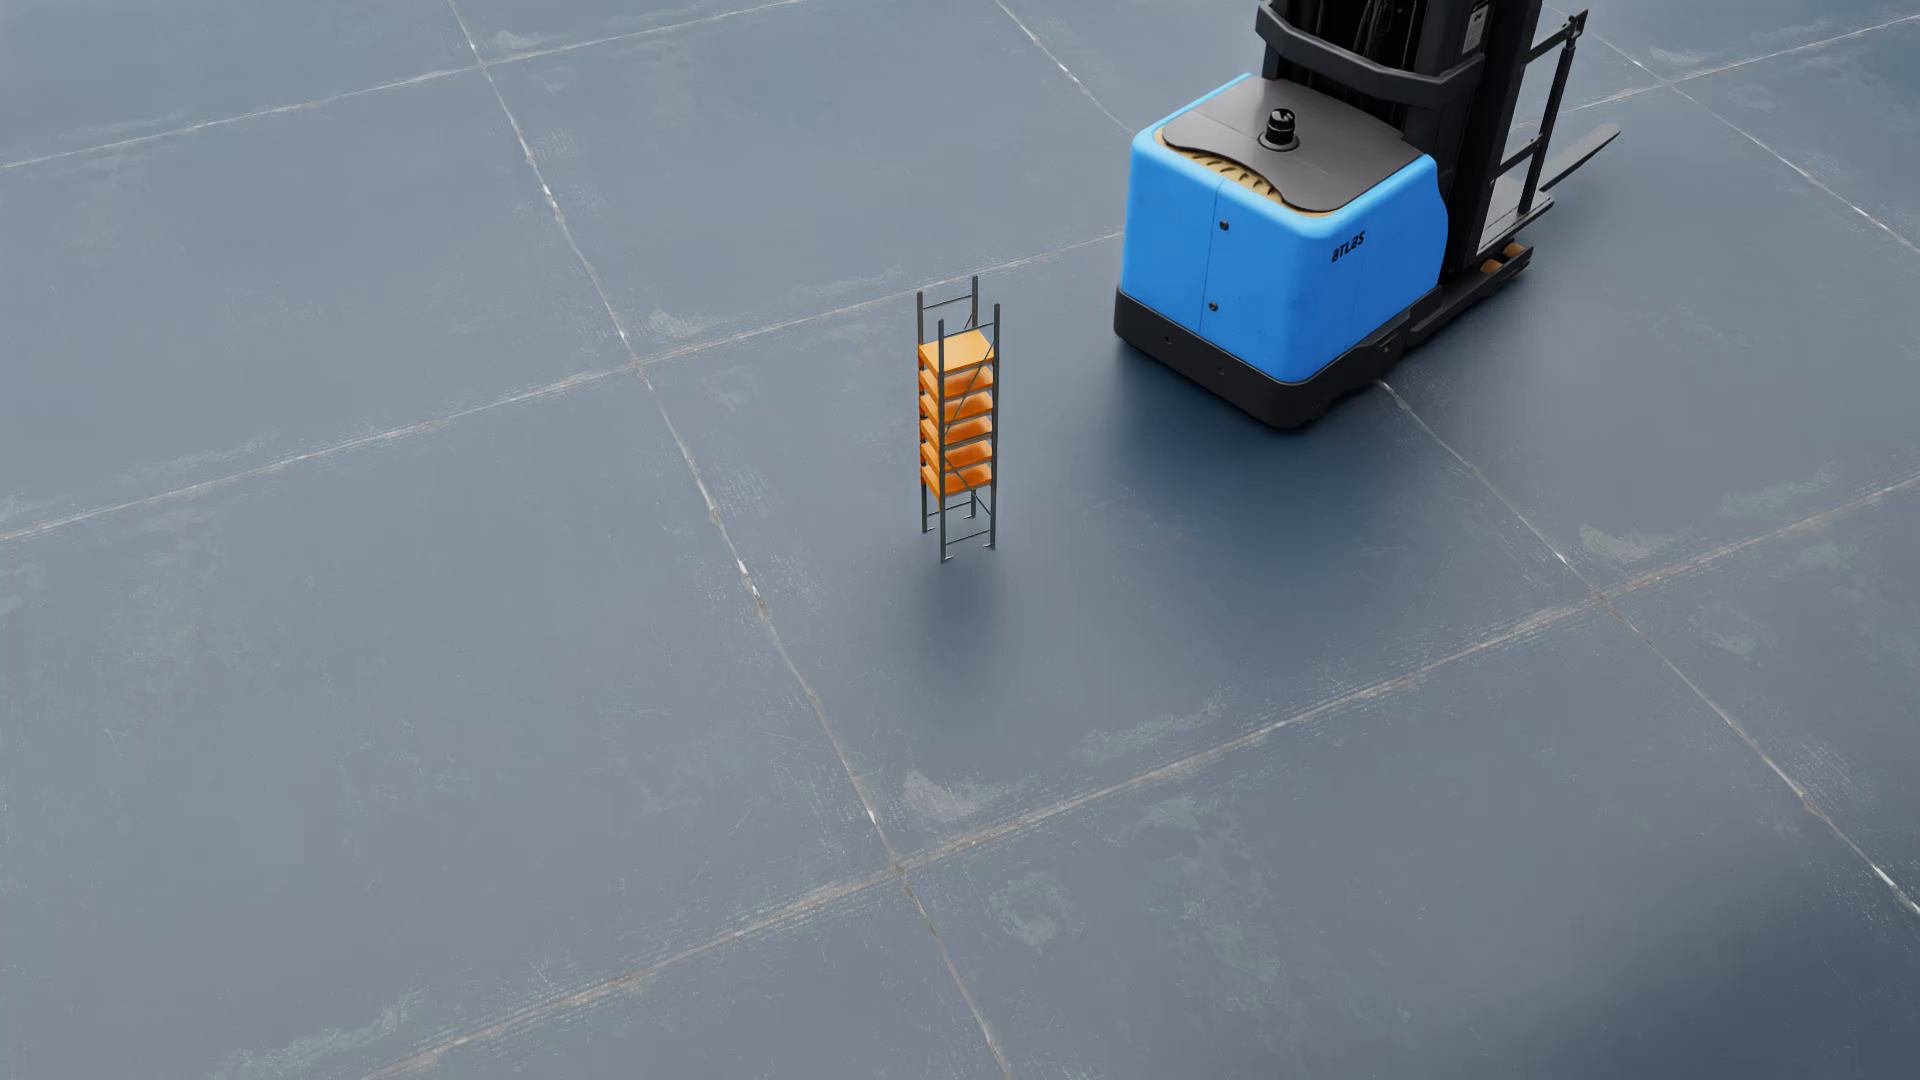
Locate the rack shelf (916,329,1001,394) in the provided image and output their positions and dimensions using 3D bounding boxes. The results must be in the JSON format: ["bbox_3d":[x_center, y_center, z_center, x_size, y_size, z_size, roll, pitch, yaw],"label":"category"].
[{"bbox_3d":[-0.006,-0.661,6.116,0.258,0.103,0.180,-18,47,-17],"label":"rack shelf"}]

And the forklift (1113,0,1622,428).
[{"bbox_3d":[2.109,-2.447,7.143,3.031,2.935,1.130,-34,54,-30],"label":"forklift"}]

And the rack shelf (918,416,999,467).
[{"bbox_3d":[-0.006,-0.405,6.369,0.258,0.103,0.180,-18,47,-17],"label":"rack shelf"}]

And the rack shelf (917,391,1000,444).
[{"bbox_3d":[-0.006,-0.490,6.285,0.258,0.103,0.180,-18,47,-17],"label":"rack shelf"}]

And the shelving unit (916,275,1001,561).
[{"bbox_3d":[-0.006,-0.436,6.338,0.258,1.200,0.189,-18,47,-17],"label":"shelving unit"}]

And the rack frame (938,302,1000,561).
[{"bbox_3d":[0.032,-0.378,6.279,0.240,1.200,0.006,-18,47,-17],"label":"rack frame"}]

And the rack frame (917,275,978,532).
[{"bbox_3d":[-0.045,-0.495,6.397,0.240,1.200,0.006,-18,47,-17],"label":"rack frame"}]

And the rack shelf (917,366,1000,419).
[{"bbox_3d":[-0.006,-0.576,6.201,0.258,0.103,0.180,-18,47,-17],"label":"rack shelf"}]

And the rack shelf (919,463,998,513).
[{"bbox_3d":[-0.006,-0.234,6.538,0.258,0.103,0.180,-18,47,-17],"label":"rack shelf"}]

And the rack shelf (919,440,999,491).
[{"bbox_3d":[-0.006,-0.319,6.453,0.258,0.103,0.180,-18,47,-17],"label":"rack shelf"}]
